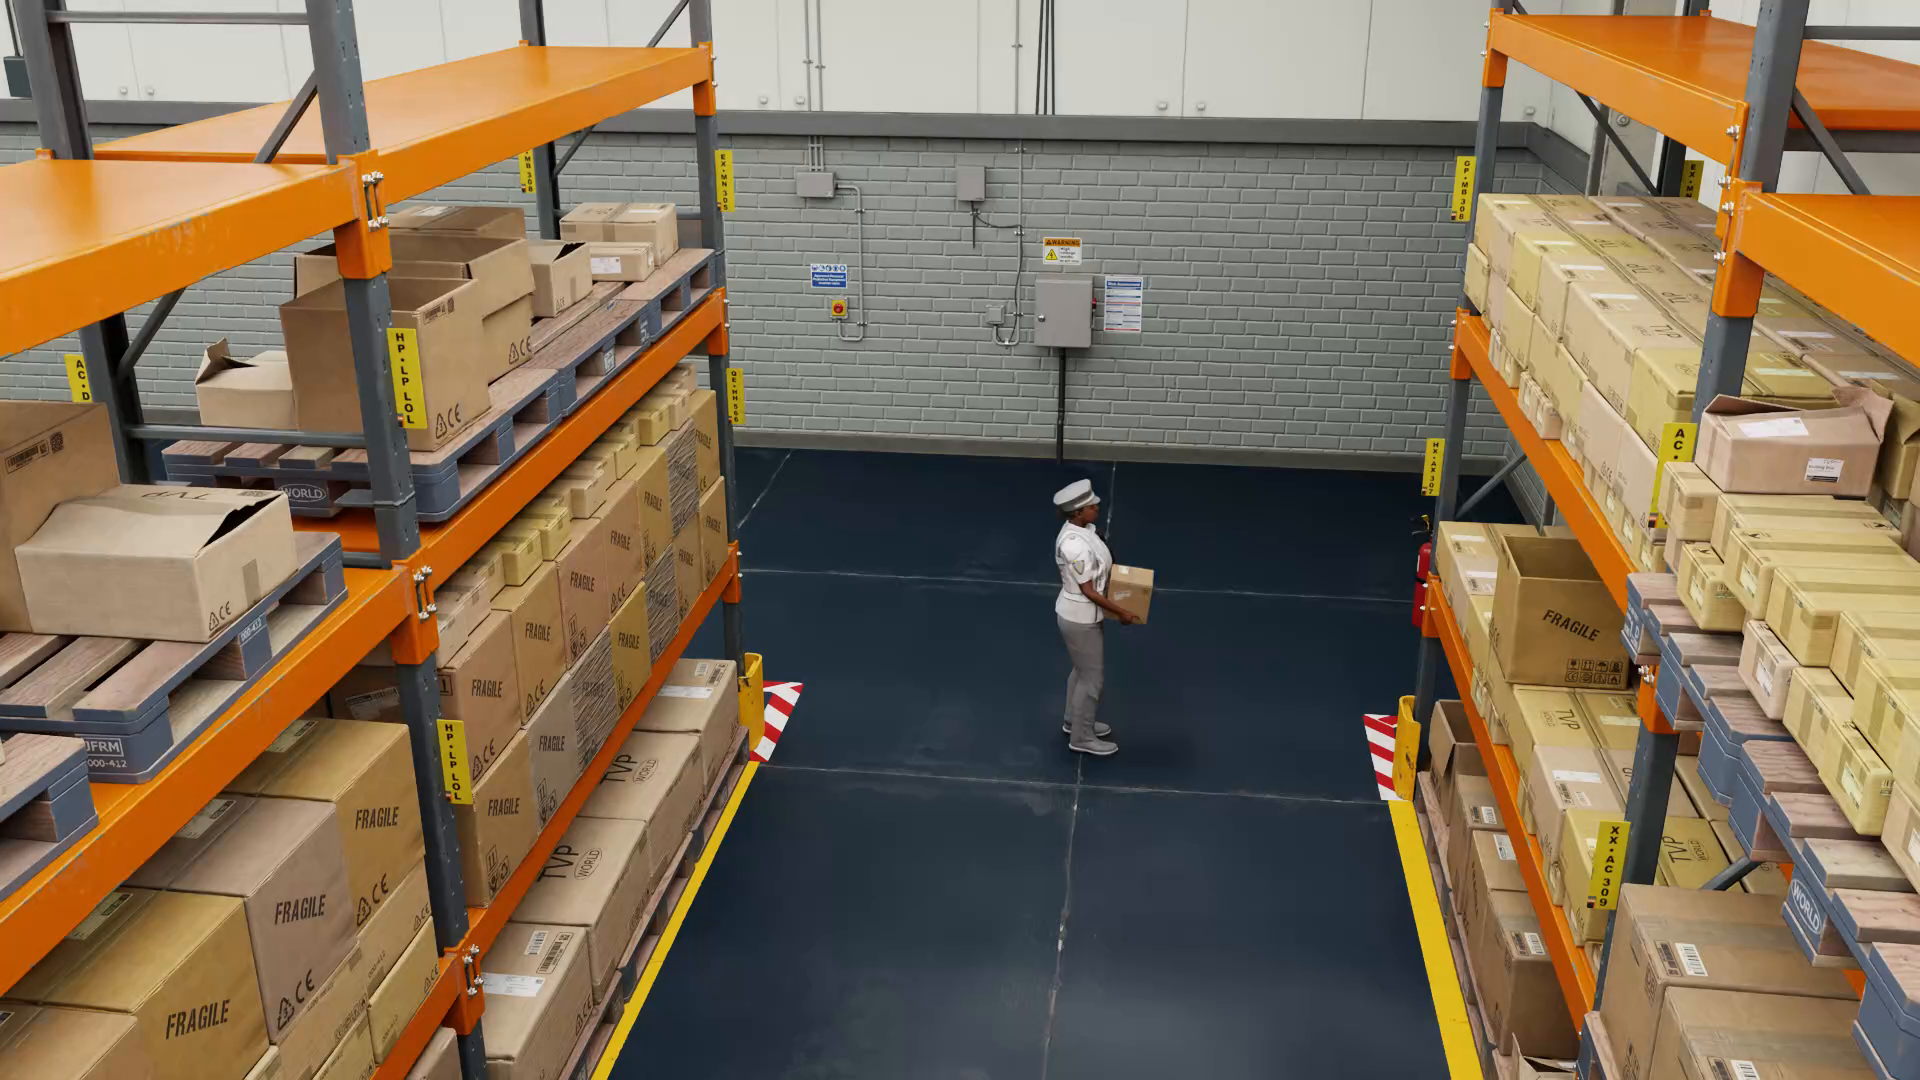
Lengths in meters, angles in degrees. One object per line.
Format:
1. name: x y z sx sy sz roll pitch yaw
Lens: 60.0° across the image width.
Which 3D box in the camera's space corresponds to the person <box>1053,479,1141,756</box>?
1. person: 0.809 0.454 9.886 0.539 1.687 0.450 3 21 7
